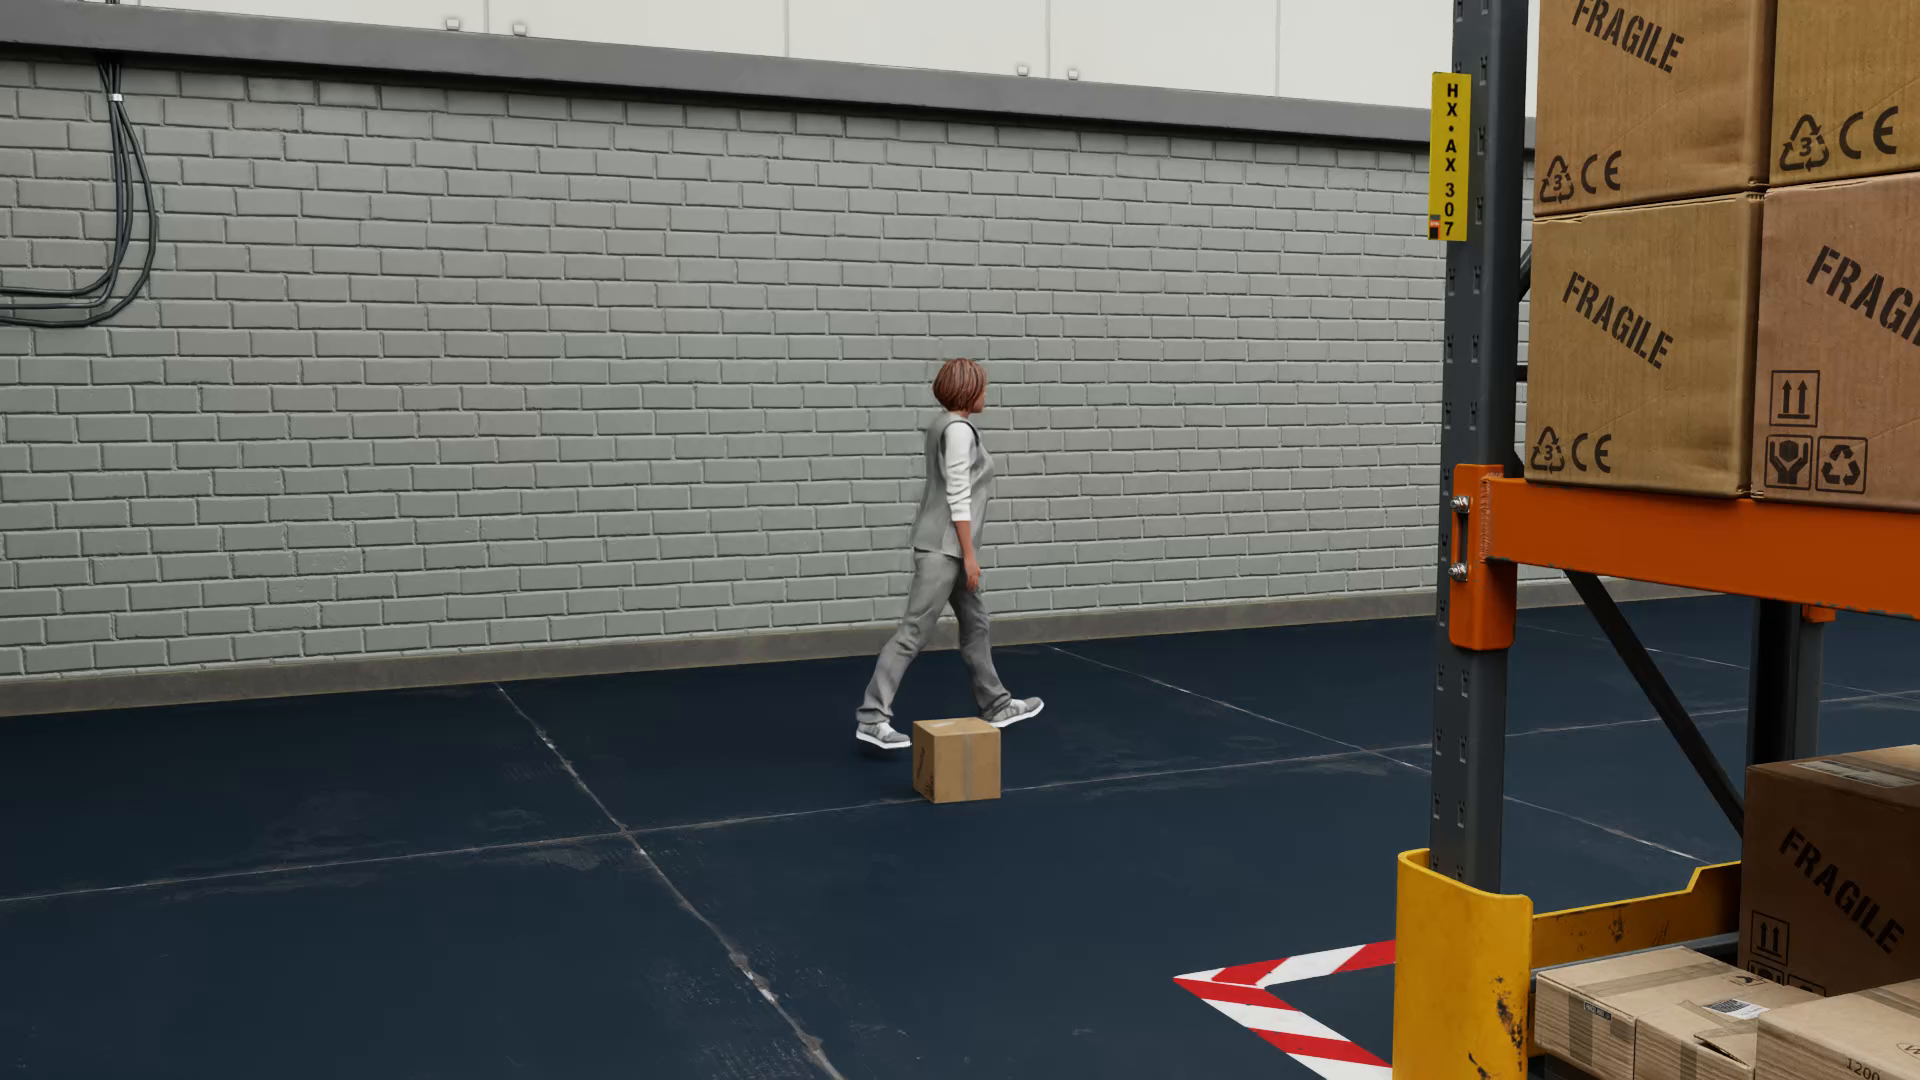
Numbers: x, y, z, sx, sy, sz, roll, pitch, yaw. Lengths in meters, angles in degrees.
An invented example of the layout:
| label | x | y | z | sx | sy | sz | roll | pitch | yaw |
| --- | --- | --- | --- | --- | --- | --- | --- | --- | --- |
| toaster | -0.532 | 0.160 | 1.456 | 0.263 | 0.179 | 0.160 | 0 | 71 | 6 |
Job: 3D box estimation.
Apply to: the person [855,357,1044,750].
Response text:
| label | x | y | z | sx | sy | sz | roll | pitch | yaw |
| --- | --- | --- | --- | --- | --- | --- | --- | --- | --- |
| person | -0.024 | 0.040 | 6.741 | 0.815 | 1.551 | 0.554 | -1 | 6 | -6 |
